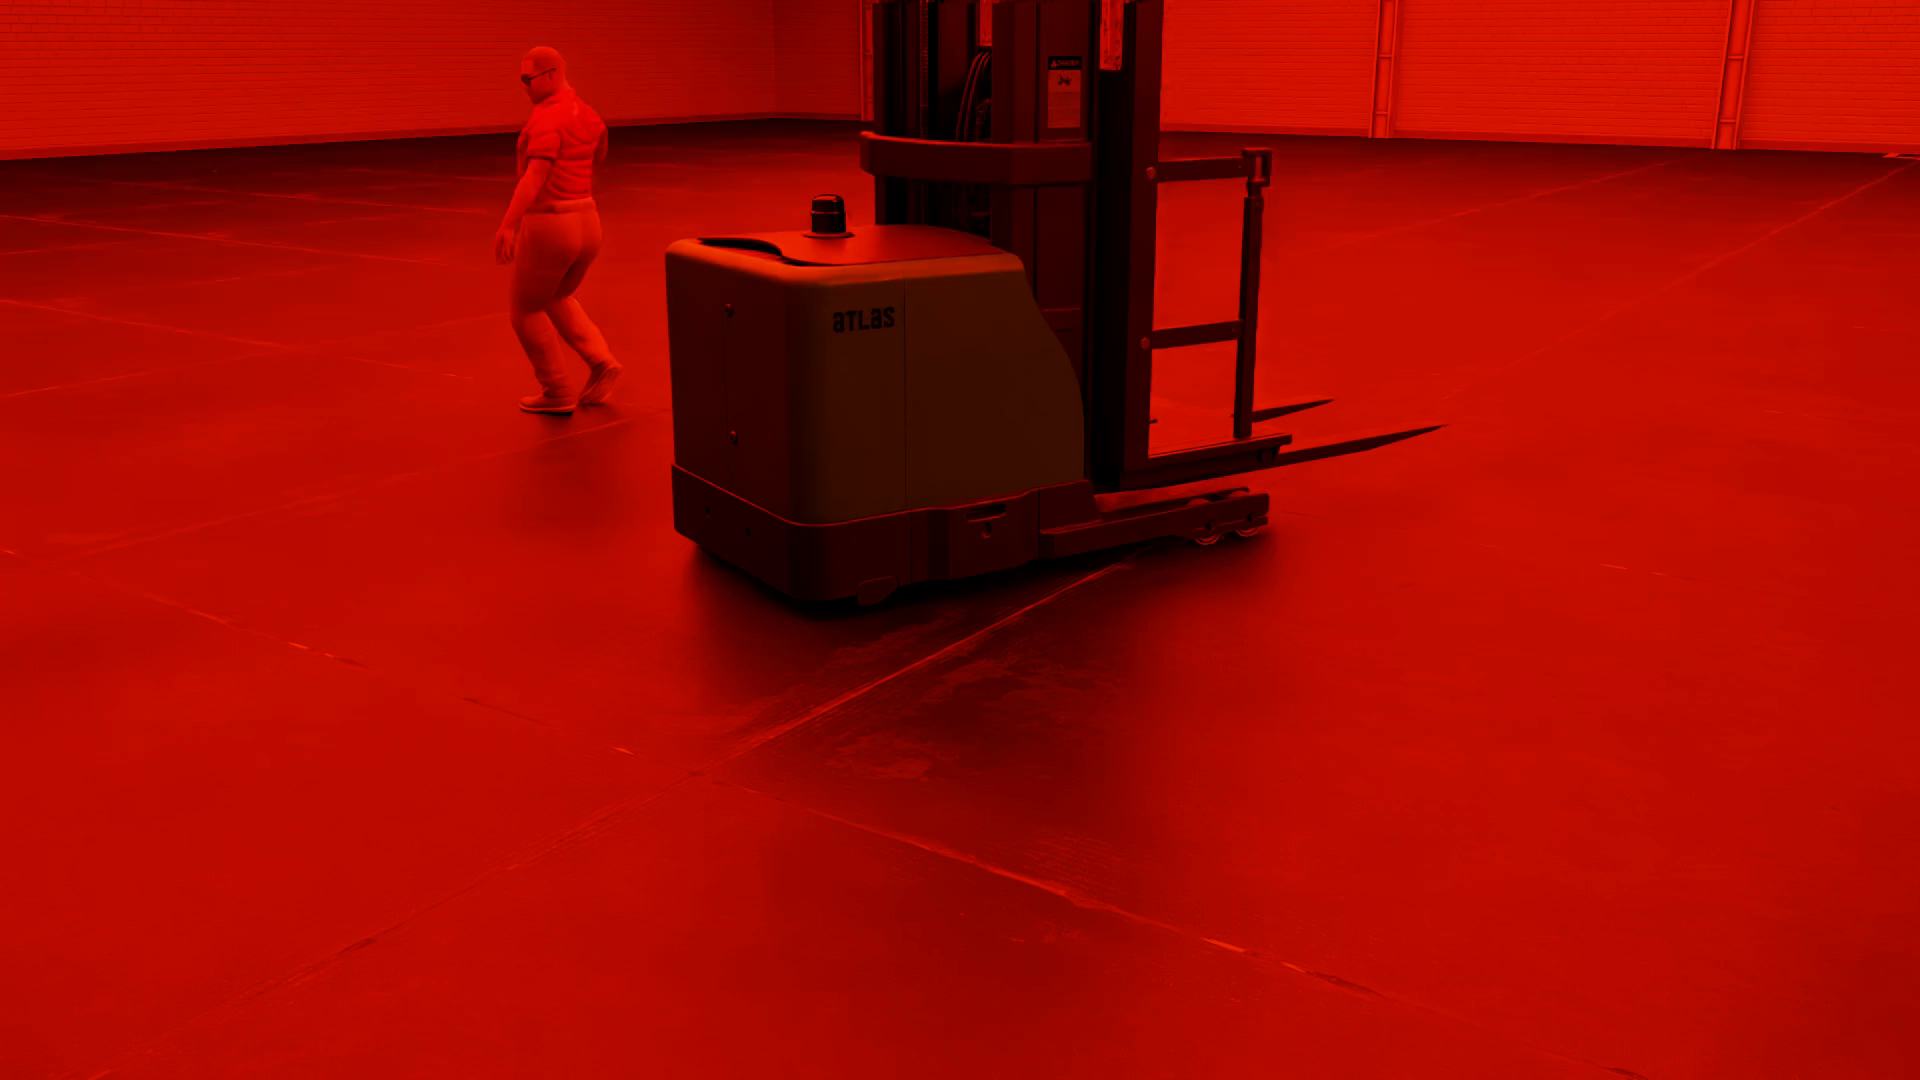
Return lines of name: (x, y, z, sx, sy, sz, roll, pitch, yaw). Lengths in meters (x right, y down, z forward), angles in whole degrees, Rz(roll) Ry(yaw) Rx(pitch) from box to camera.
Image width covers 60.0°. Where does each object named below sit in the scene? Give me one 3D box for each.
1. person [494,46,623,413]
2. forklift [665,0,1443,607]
person: (-1.937, -1.420, 7.776, 0.492, 1.707, 0.779, 8, 18, 24)
forklift: (0.510, -1.500, 5.849, 3.031, 2.935, 1.130, -11, 20, -32)
